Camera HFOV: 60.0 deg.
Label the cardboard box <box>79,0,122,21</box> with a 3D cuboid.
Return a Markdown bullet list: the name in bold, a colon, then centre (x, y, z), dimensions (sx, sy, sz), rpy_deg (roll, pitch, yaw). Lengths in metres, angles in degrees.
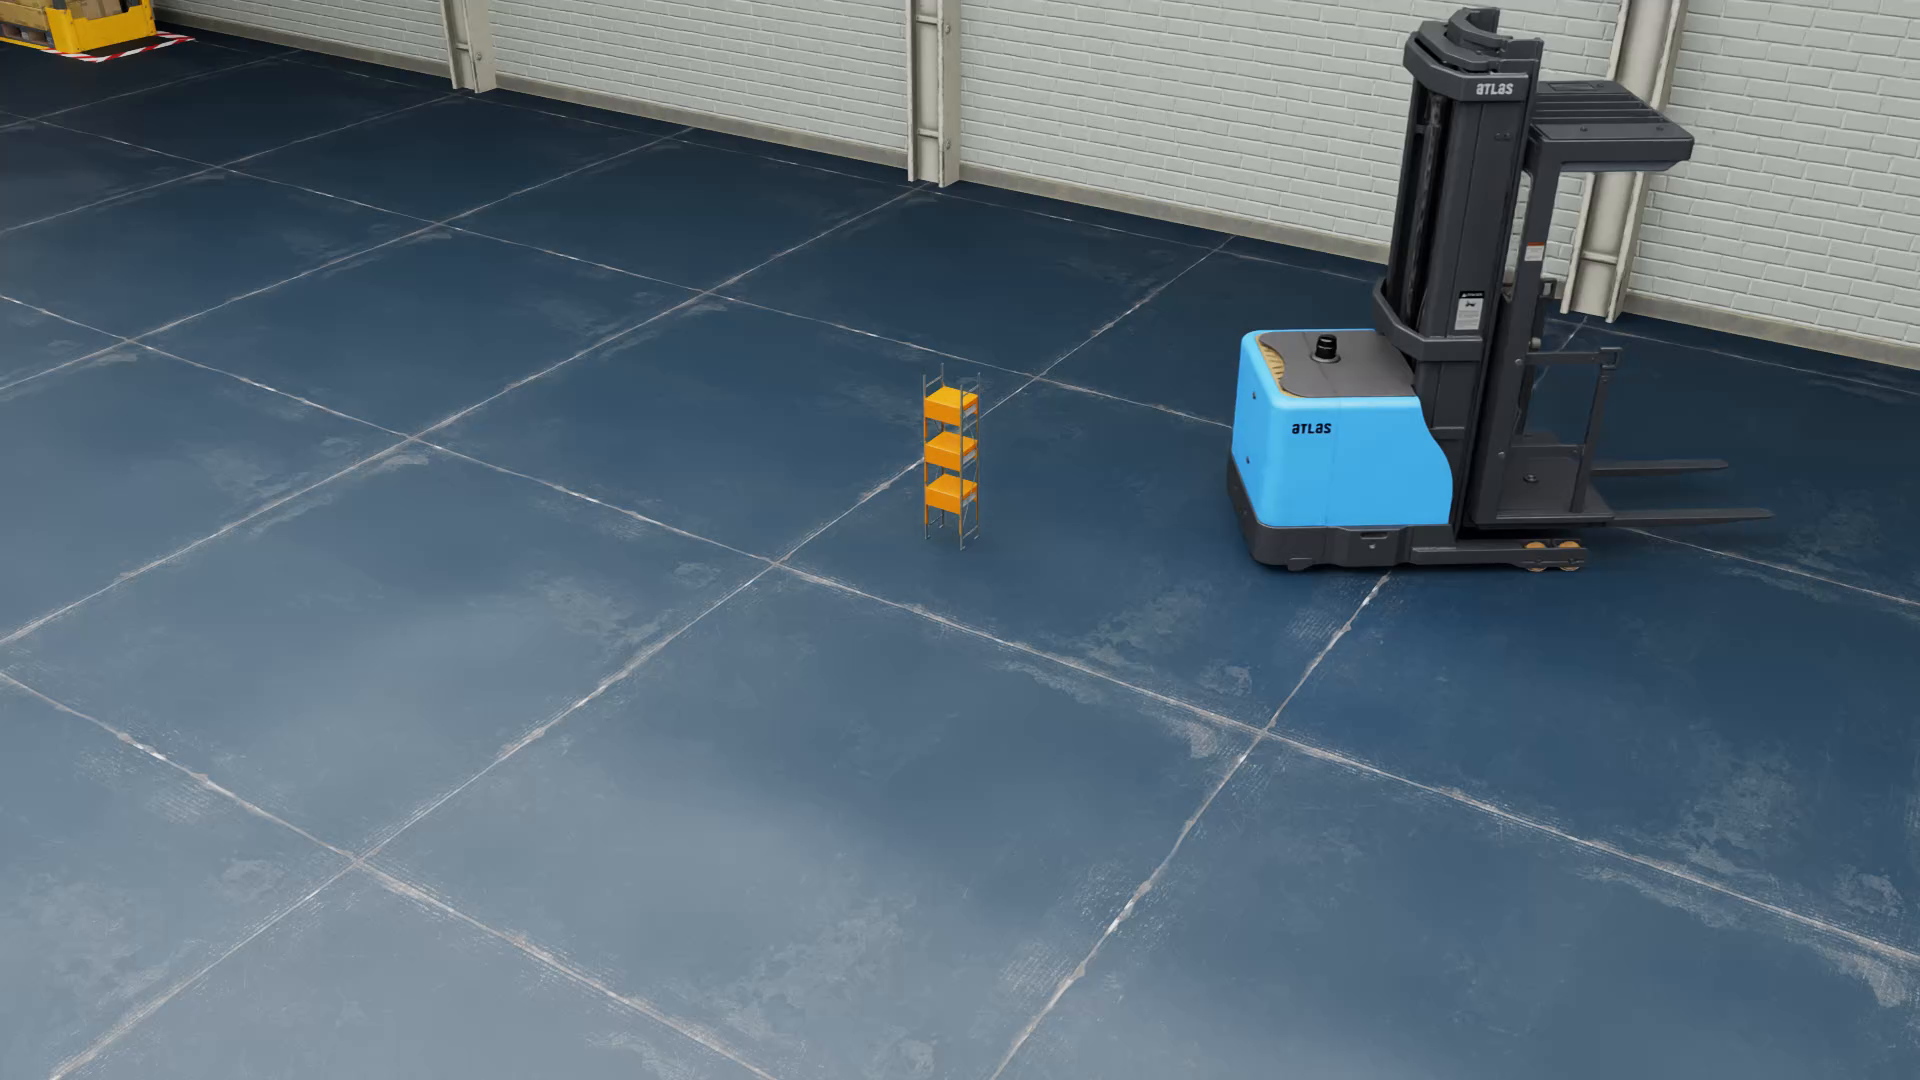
- **cardboard box**: centre (-10.603, -6.512, 20.247), dimensions (0.500, 0.250, 0.500), rpy_deg (18, 35, 28)

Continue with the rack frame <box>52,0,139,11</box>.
- **rack frame**: centre (-10.291, -7.303, 19.291), dimensions (0.127, 3.000, 1.000), rpy_deg (18, 35, 27)

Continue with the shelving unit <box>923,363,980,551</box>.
- **shelving unit**: centre (-0.045, -0.468, 9.510), dimensions (0.252, 1.050, 0.215), rpy_deg (18, 35, 27)

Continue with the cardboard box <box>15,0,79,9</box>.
- **cardboard box**: centre (-10.870, -6.510, 19.747), dimensions (0.500, 0.250, 0.500), rpy_deg (17, 34, 27)

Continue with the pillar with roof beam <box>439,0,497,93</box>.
- **pillar with roof beam**: centre (-7.609, -7.021, 12.854), dimensions (0.400, 9.000, 9.100), rpy_deg (18, 35, 27)

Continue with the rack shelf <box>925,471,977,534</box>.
- **rack shelf**: centre (-0.045, -0.219, 9.655), dimensions (0.240, 0.259, 0.215), rpy_deg (18, 35, 27)

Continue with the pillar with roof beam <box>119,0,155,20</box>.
- **pillar with roof beam**: centre (-12.691, -8.628, 15.609), dimensions (0.400, 9.000, 9.100), rpy_deg (18, 35, 27)

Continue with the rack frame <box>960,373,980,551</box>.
- **rack frame**: centre (0.058, -0.435, 9.454), dimensions (0.008, 1.050, 0.200), rpy_deg (18, 35, 27)

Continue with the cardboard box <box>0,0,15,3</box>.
- **cardboard box**: centre (-11.289, -6.648, 19.985), dimensions (0.500, 0.250, 0.500), rpy_deg (17, 34, 27)

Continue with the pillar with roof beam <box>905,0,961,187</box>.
- **pillar with roof beam**: centre (-2.527, -5.413, 10.099), dimensions (0.400, 9.000, 9.100), rpy_deg (18, 35, 27)

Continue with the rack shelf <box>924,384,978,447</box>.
- **rack shelf**: centre (-0.045, -0.704, 9.372), dimensions (0.240, 0.259, 0.215), rpy_deg (18, 35, 27)

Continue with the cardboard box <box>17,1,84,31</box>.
- **cardboard box**: centre (-10.857, -6.288, 19.863), dimensions (0.500, 0.250, 0.500), rpy_deg (18, 35, 28)

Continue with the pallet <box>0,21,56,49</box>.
- **pallet**: centre (-10.961, -6.285, 20.314), dimensions (1.213, 0.211, 1.003), rpy_deg (18, 35, 27)

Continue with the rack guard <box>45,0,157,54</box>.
- **rack guard**: centre (-10.271, -6.217, 19.910), dimensions (0.348, 0.500, 1.175), rpy_deg (18, 35, 27)

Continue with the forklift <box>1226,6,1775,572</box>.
- **forklift**: centre (3.159, -1.353, 9.161), dimensions (3.031, 2.935, 1.130), rpy_deg (-1, 30, -2)

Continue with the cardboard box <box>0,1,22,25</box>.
- **cardboard box**: centre (-11.273, -6.425, 20.098), dimensions (0.500, 0.250, 0.500), rpy_deg (18, 35, 27)

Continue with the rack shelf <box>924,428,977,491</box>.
- **rack shelf**: centre (-0.045, -0.459, 9.515), dimensions (0.240, 0.259, 0.215), rpy_deg (18, 35, 27)

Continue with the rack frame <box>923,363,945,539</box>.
- **rack frame**: centre (-0.149, -0.500, 9.566), dimensions (0.008, 1.050, 0.200), rpy_deg (18, 35, 27)

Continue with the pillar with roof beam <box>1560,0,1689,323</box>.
- **pillar with roof beam**: centre (2.555, -3.806, 7.344), dimensions (0.400, 9.000, 9.100), rpy_deg (18, 35, 27)
